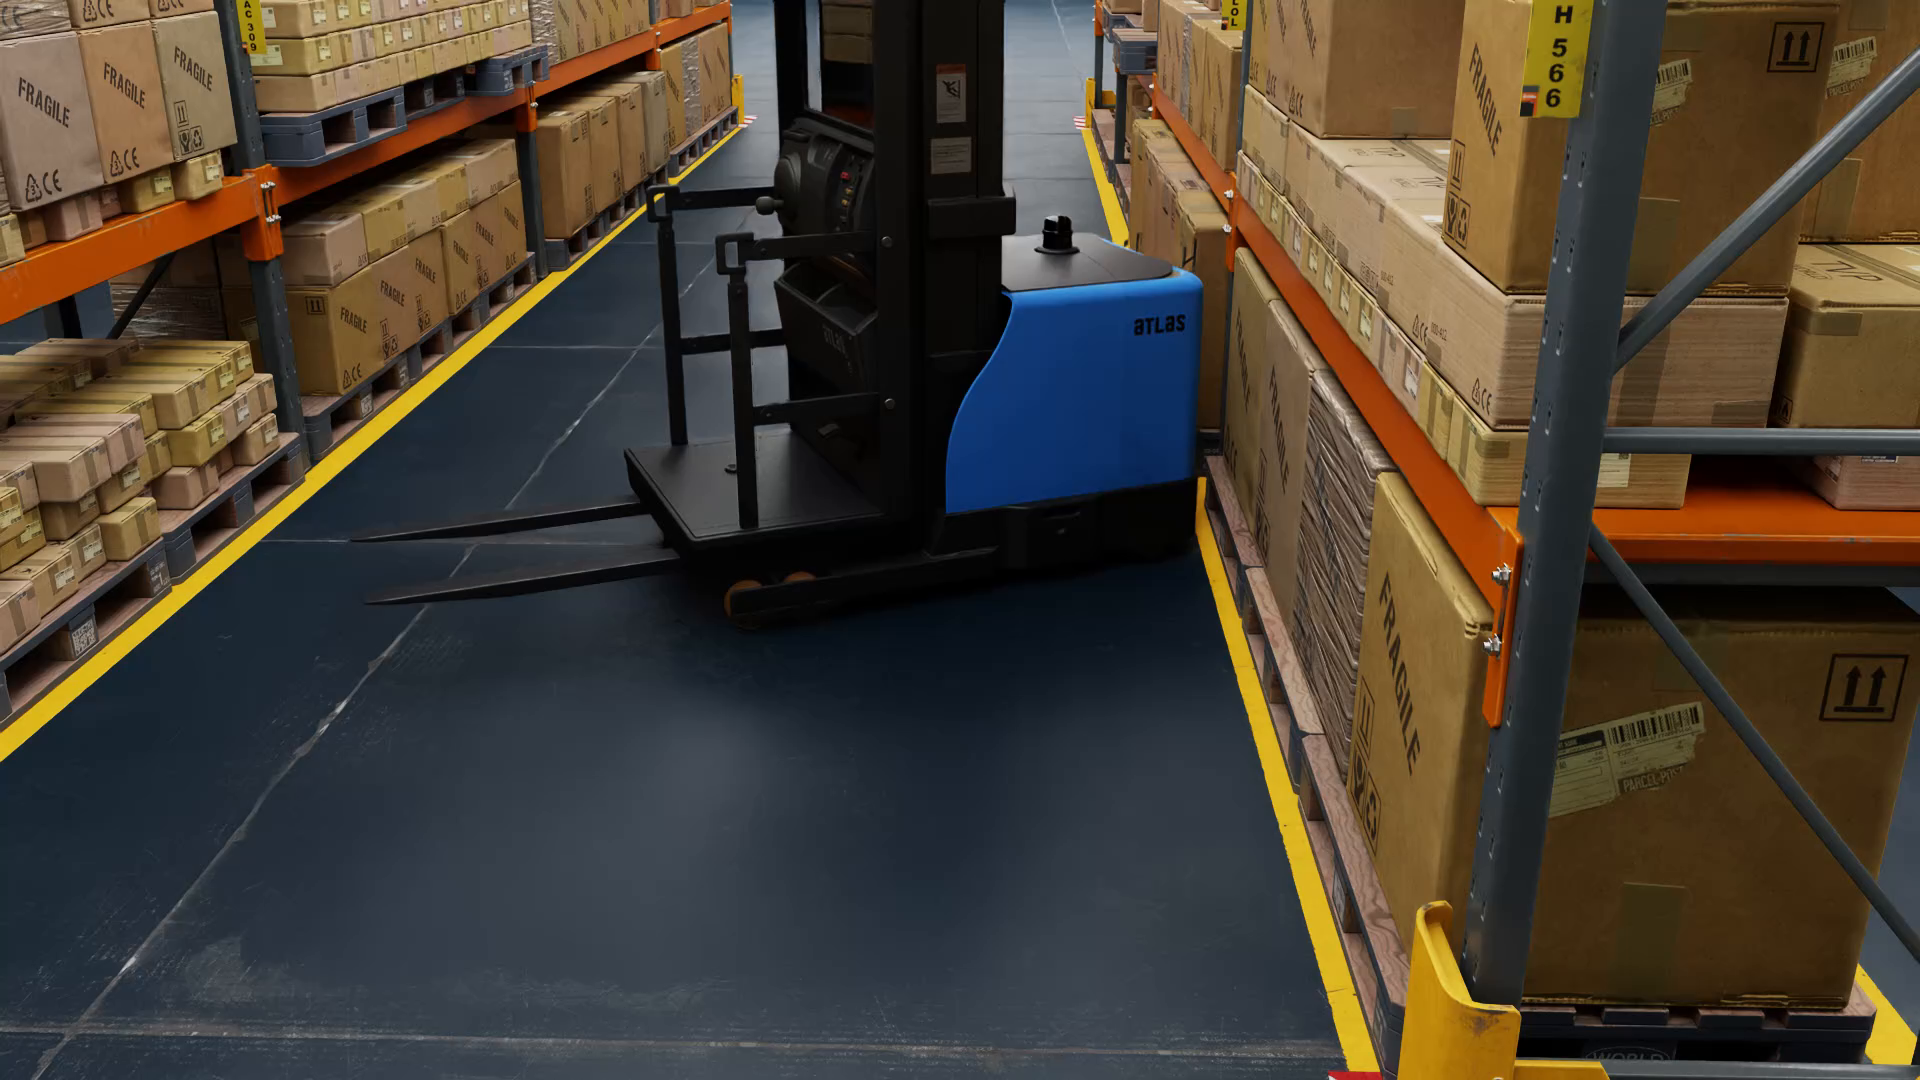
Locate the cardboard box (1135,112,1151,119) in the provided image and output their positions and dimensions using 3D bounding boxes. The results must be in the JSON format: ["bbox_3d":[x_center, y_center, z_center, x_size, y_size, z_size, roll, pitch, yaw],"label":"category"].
[{"bbox_3d":[1.765,-3.141,13.325,0.700,0.500,0.500,1,21,1],"label":"cardboard box"}]

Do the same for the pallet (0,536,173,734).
[{"bbox_3d":[-3.379,0.292,5.486,1.003,0.211,1.213,1,21,2],"label":"pallet"}]

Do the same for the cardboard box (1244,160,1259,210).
[{"bbox_3d":[1.245,-1.287,6.048,0.380,0.149,0.250,0,21,0],"label":"cardboard box"}]

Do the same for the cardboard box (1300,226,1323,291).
[{"bbox_3d":[1.207,-0.819,4.840,0.380,0.149,0.250,0,21,0],"label":"cardboard box"}]

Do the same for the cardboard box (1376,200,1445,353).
[{"bbox_3d":[1.239,-0.587,3.691,0.500,0.250,0.500,0,21,1],"label":"cardboard box"}]

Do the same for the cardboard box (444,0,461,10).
[{"bbox_3d":[-2.836,-2.846,8.663,0.380,0.149,0.250,2,21,4],"label":"cardboard box"}]

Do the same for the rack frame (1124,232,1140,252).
[{"bbox_3d":[0.687,-0.752,6.991,0.008,1.050,0.200,10,22,19],"label":"rack frame"}]

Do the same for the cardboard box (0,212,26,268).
[{"bbox_3d":[-3.110,-0.905,5.062,0.380,0.149,0.250,1,21,3],"label":"cardboard box"}]

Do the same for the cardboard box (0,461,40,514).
[{"bbox_3d":[-3.194,-0.145,5.295,0.380,0.149,0.250,1,21,2],"label":"cardboard box"}]

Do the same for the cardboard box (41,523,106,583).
[{"bbox_3d":[-3.138,0.053,5.607,0.380,0.149,0.250,1,21,3],"label":"cardboard box"}]

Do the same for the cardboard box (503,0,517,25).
[{"bbox_3d":[-2.805,-3.077,9.669,0.380,0.149,0.250,1,21,4],"label":"cardboard box"}]

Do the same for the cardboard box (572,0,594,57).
[{"bbox_3d":[-2.926,-3.712,11.812,0.500,0.500,0.500,1,21,2],"label":"cardboard box"}]

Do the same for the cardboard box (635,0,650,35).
[{"bbox_3d":[-2.865,-4.442,13.691,0.500,0.500,0.500,1,21,1],"label":"cardboard box"}]

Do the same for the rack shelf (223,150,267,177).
[{"bbox_3d":[-3.299,-2.173,8.706,0.919,0.124,3.809,1,21,2],"label":"rack shelf"}]

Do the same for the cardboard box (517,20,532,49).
[{"bbox_3d":[-2.794,-3.035,9.972,0.380,0.149,0.250,1,21,3],"label":"cardboard box"}]

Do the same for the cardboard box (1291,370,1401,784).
[{"bbox_3d":[1.440,0.077,4.541,0.875,0.875,0.875,1,21,2],"label":"cardboard box"}]

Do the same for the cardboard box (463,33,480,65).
[{"bbox_3d":[-2.828,-2.665,9.018,0.380,0.149,0.250,0,21,-1],"label":"cardboard box"}]

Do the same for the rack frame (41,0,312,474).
[{"bbox_3d":[-3.360,-1.694,6.748,1.000,3.000,0.127,1,21,2],"label":"rack frame"}]

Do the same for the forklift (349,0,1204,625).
[{"bbox_3d":[-0.661,-1.275,5.764,3.031,2.935,1.130,-9,23,-21],"label":"forklift"}]

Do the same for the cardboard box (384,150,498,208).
[{"bbox_3d":[-3.001,-2.087,9.600,0.500,0.250,0.500,1,21,2],"label":"cardboard box"}]

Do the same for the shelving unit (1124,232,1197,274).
[{"bbox_3d":[0.801,-0.733,6.951,0.252,1.050,0.215,10,22,19],"label":"shelving unit"}]

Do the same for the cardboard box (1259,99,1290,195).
[{"bbox_3d":[1.299,-1.325,5.593,0.500,0.250,0.500,1,21,1],"label":"cardboard box"}]

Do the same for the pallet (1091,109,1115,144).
[{"bbox_3d":[1.897,-4.321,17.373,1.003,0.211,1.213,1,21,2],"label":"pallet"}]

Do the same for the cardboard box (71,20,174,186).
[{"bbox_3d":[-3.109,-1.514,5.734,0.500,0.500,0.500,0,21,0],"label":"cardboard box"}]

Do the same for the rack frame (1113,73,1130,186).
[{"bbox_3d":[1.838,-4.495,13.968,1.000,3.000,0.127,1,21,2],"label":"rack frame"}]

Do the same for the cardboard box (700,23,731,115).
[{"bbox_3d":[-2.949,-4.992,17.605,0.875,0.875,0.875,1,21,2],"label":"cardboard box"}]

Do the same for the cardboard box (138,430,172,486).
[{"bbox_3d":[-3.144,-0.297,6.098,0.380,0.149,0.250,1,21,2],"label":"cardboard box"}]

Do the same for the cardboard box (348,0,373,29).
[{"bbox_3d":[-2.875,-2.381,7.463,0.380,0.149,0.250,1,21,2],"label":"cardboard box"}]

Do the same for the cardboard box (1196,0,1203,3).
[{"bbox_3d":[1.678,-3.299,9.360,0.797,0.503,0.637,1,21,3],"label":"cardboard box"}]

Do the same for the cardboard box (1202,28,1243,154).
[{"bbox_3d":[1.358,-2.000,7.400,0.500,0.500,0.500,1,21,3],"label":"cardboard box"}]

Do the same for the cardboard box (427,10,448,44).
[{"bbox_3d":[-3.169,-2.598,8.640,1.036,0.298,0.538,0,21,1],"label":"cardboard box"}]

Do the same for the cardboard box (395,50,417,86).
[{"bbox_3d":[-2.858,-2.283,8.034,0.380,0.149,0.250,0,21,-1],"label":"cardboard box"}]

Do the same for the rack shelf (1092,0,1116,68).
[{"bbox_3d":[1.899,-4.883,15.962,1.077,0.370,4.000,1,21,2],"label":"rack shelf"}]

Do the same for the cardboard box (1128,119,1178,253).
[{"bbox_3d":[1.675,-2.005,9.907,1.225,0.875,0.875,0,21,-1],"label":"cardboard box"}]

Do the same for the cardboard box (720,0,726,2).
[{"bbox_3d":[-2.961,-5.968,17.556,0.875,0.550,0.550,1,21,2],"label":"cardboard box"}]

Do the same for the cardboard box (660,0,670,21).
[{"bbox_3d":[-3.123,-4.989,15.033,0.875,0.550,0.550,1,21,2],"label":"cardboard box"}]

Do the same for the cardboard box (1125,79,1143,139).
[{"bbox_3d":[1.840,-4.103,15.831,0.500,0.500,0.500,-1,21,-3],"label":"cardboard box"}]

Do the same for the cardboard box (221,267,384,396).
[{"bbox_3d":[-3.072,-0.989,7.805,0.500,0.500,0.500,1,21,4],"label":"cardboard box"}]

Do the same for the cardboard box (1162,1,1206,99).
[{"bbox_3d":[1.416,-2.736,9.297,0.500,0.500,0.500,0,21,0],"label":"cardboard box"}]

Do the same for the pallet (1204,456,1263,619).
[{"bbox_3d":[1.493,-0.029,6.311,1.003,0.211,1.213,1,21,2],"label":"pallet"}]

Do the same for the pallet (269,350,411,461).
[{"bbox_3d":[-3.338,-0.675,7.978,1.003,0.211,1.213,1,21,2],"label":"pallet"}]

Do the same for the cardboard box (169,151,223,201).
[{"bbox_3d":[-3.033,-1.377,6.278,0.380,0.149,0.250,0,21,0],"label":"cardboard box"}]

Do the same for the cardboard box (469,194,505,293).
[{"bbox_3d":[-3.016,-1.742,9.747,0.500,0.500,0.500,1,21,4],"label":"cardboard box"}]

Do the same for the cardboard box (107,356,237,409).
[{"bbox_3d":[-3.079,-0.614,6.502,0.380,0.149,0.250,1,21,2],"label":"cardboard box"}]

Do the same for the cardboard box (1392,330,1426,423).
[{"bbox_3d":[1.170,-0.357,3.650,0.380,0.149,0.250,1,21,2],"label":"cardboard box"}]

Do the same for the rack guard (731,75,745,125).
[{"bbox_3d":[-2.994,-4.876,18.405,1.175,0.500,0.348,1,21,2],"label":"rack guard"}]
